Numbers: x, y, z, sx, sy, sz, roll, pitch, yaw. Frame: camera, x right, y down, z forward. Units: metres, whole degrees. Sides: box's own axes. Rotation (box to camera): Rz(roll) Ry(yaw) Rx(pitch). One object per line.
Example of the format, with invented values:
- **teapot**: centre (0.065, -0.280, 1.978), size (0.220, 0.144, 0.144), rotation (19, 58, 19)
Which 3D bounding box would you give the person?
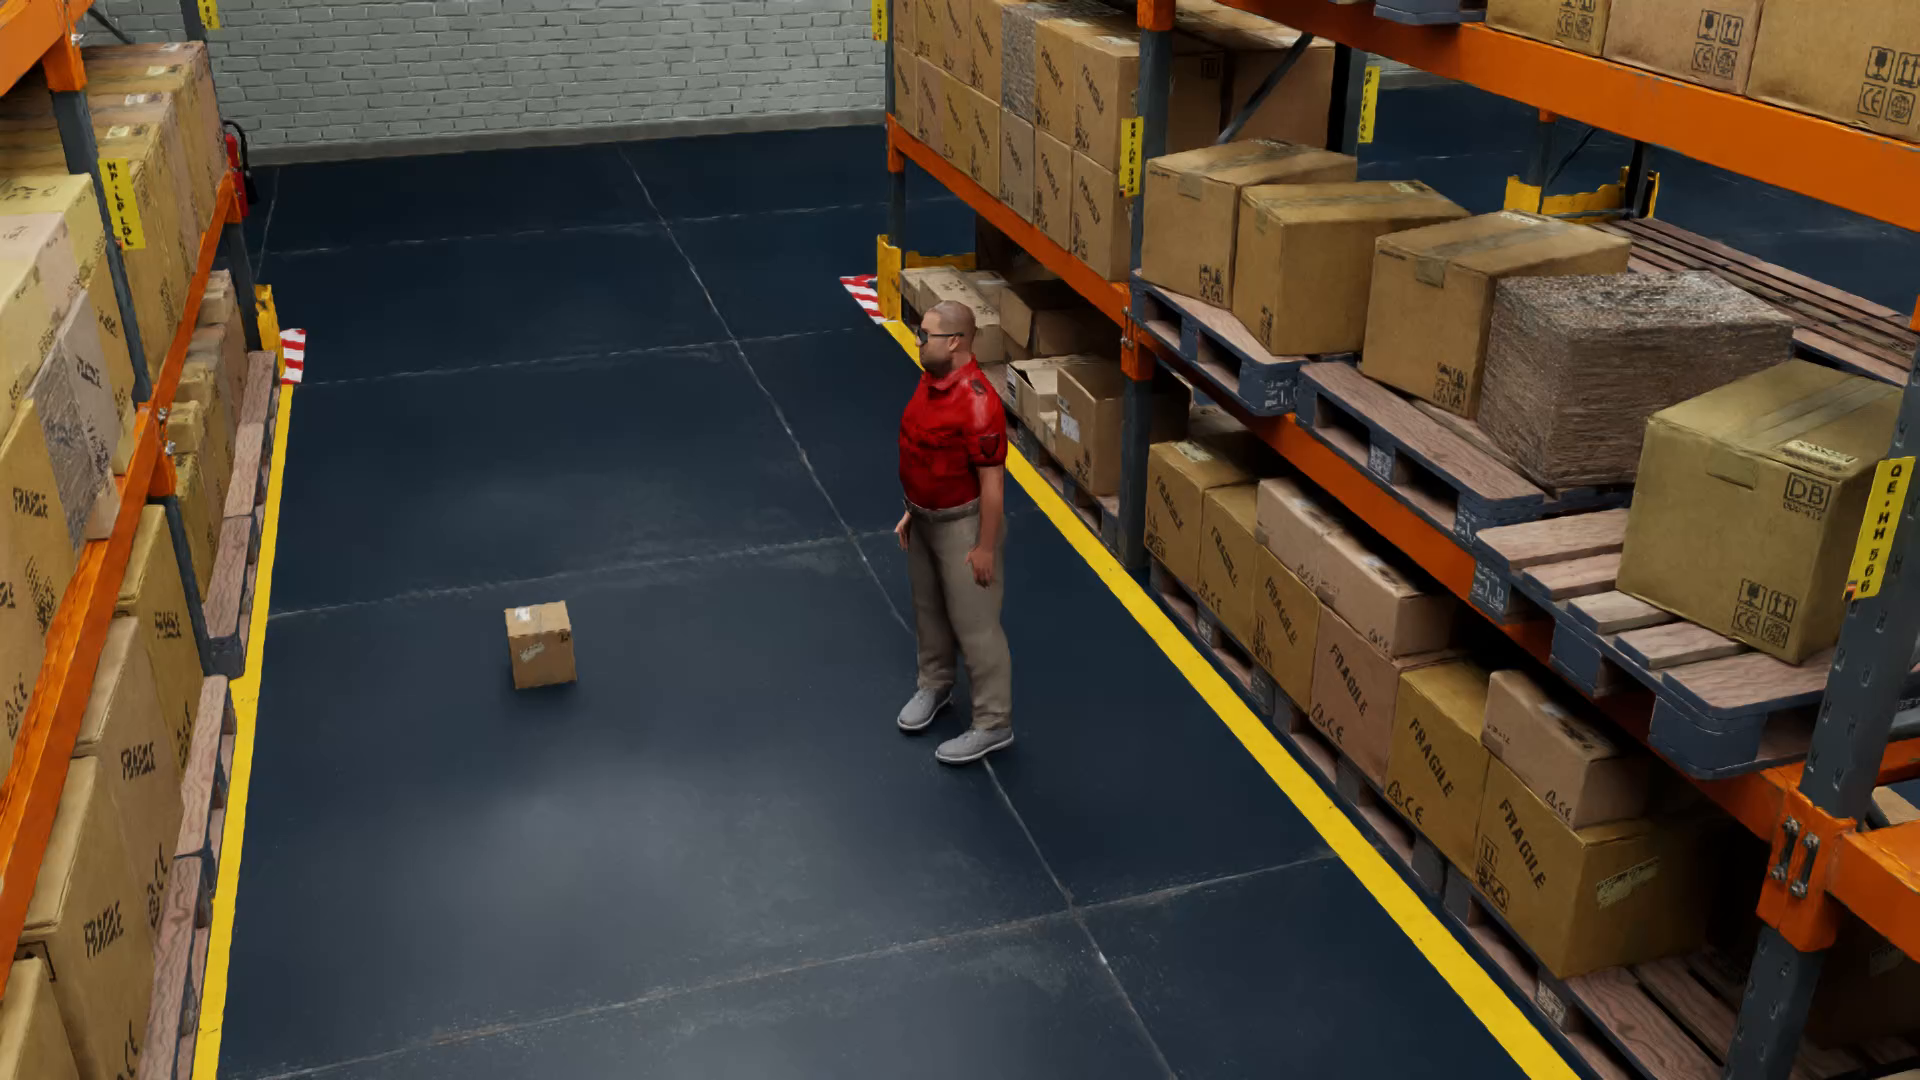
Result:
- **person**: centre (-0.037, -0.041, 6.192), size (0.402, 1.726, 0.559), rotation (-12, 28, -22)
